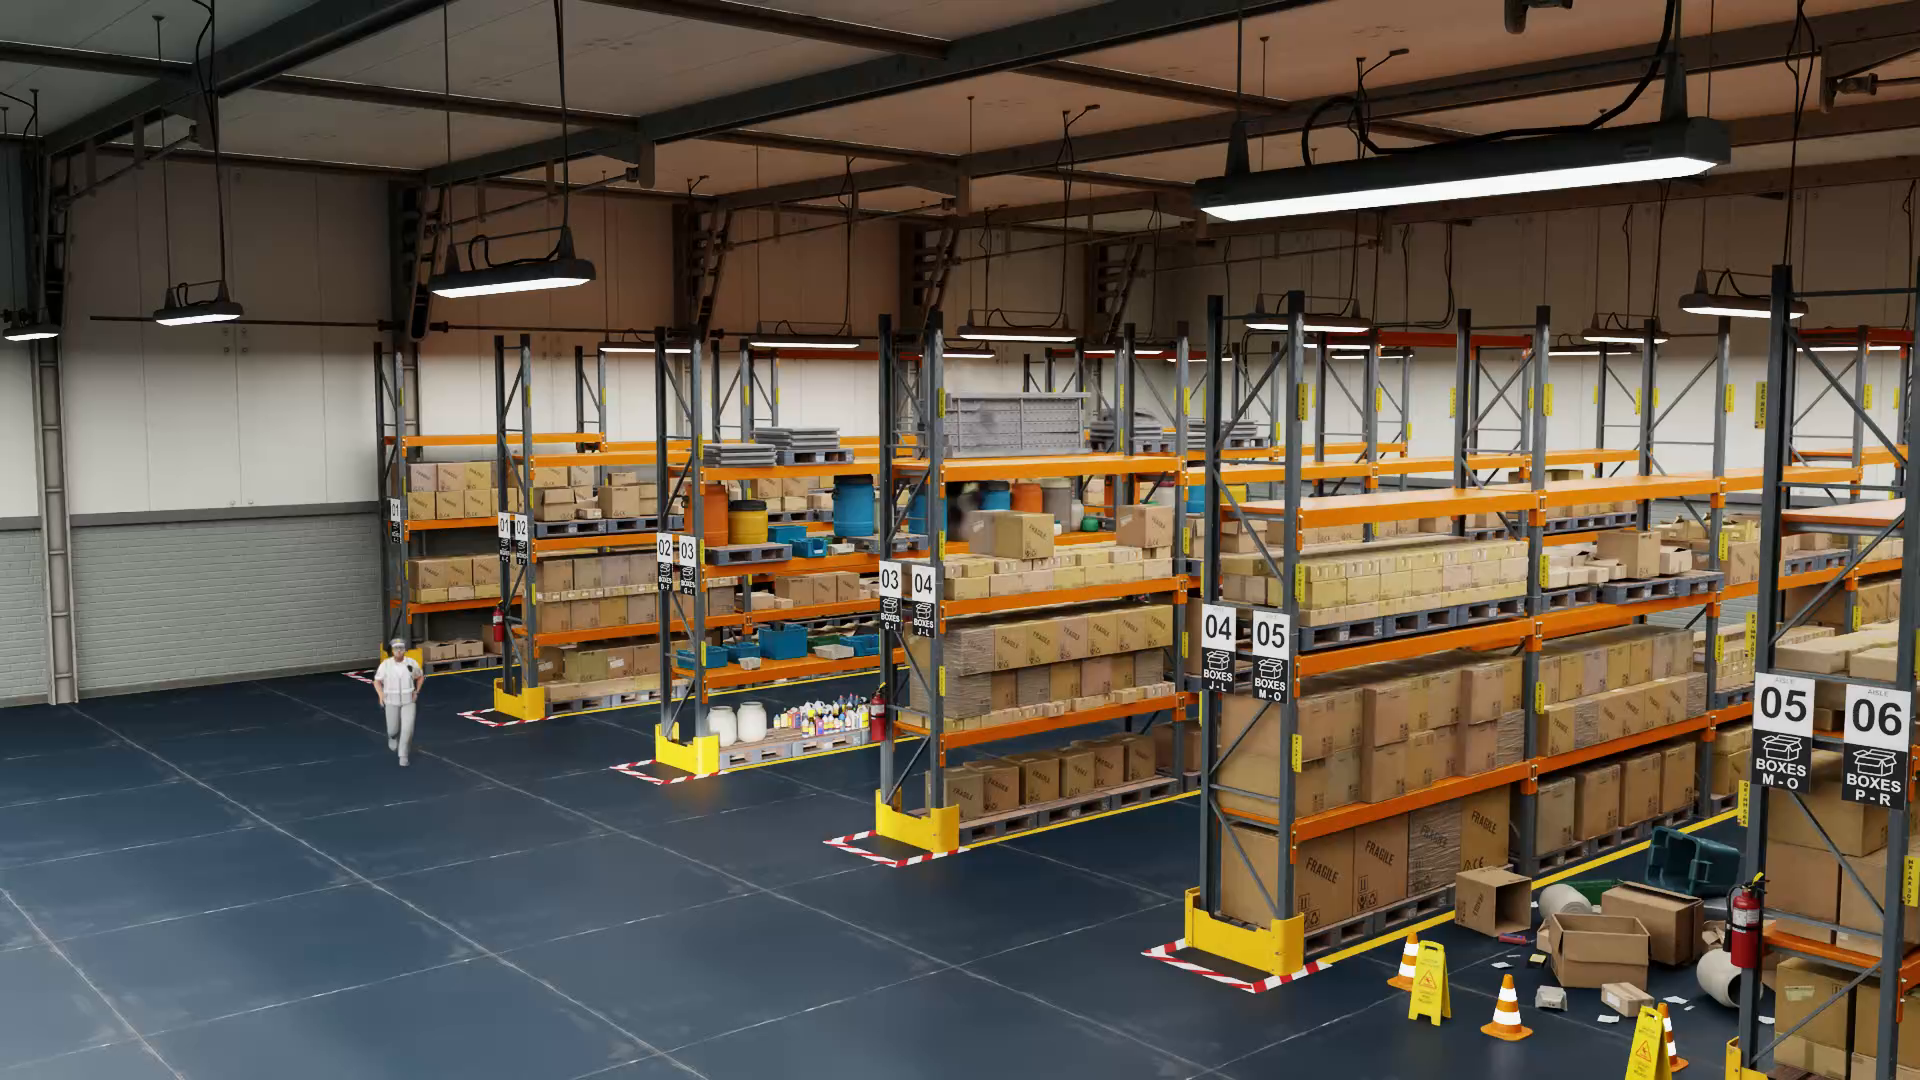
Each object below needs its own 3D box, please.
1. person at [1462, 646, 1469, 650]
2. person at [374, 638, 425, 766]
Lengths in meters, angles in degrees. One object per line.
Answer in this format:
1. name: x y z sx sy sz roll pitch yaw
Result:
1. person: 6.965 2.221 23.106 0.604 1.688 0.893 5 7 44
2. person: -7.742 2.215 23.004 0.669 1.748 0.624 -2 6 -22
